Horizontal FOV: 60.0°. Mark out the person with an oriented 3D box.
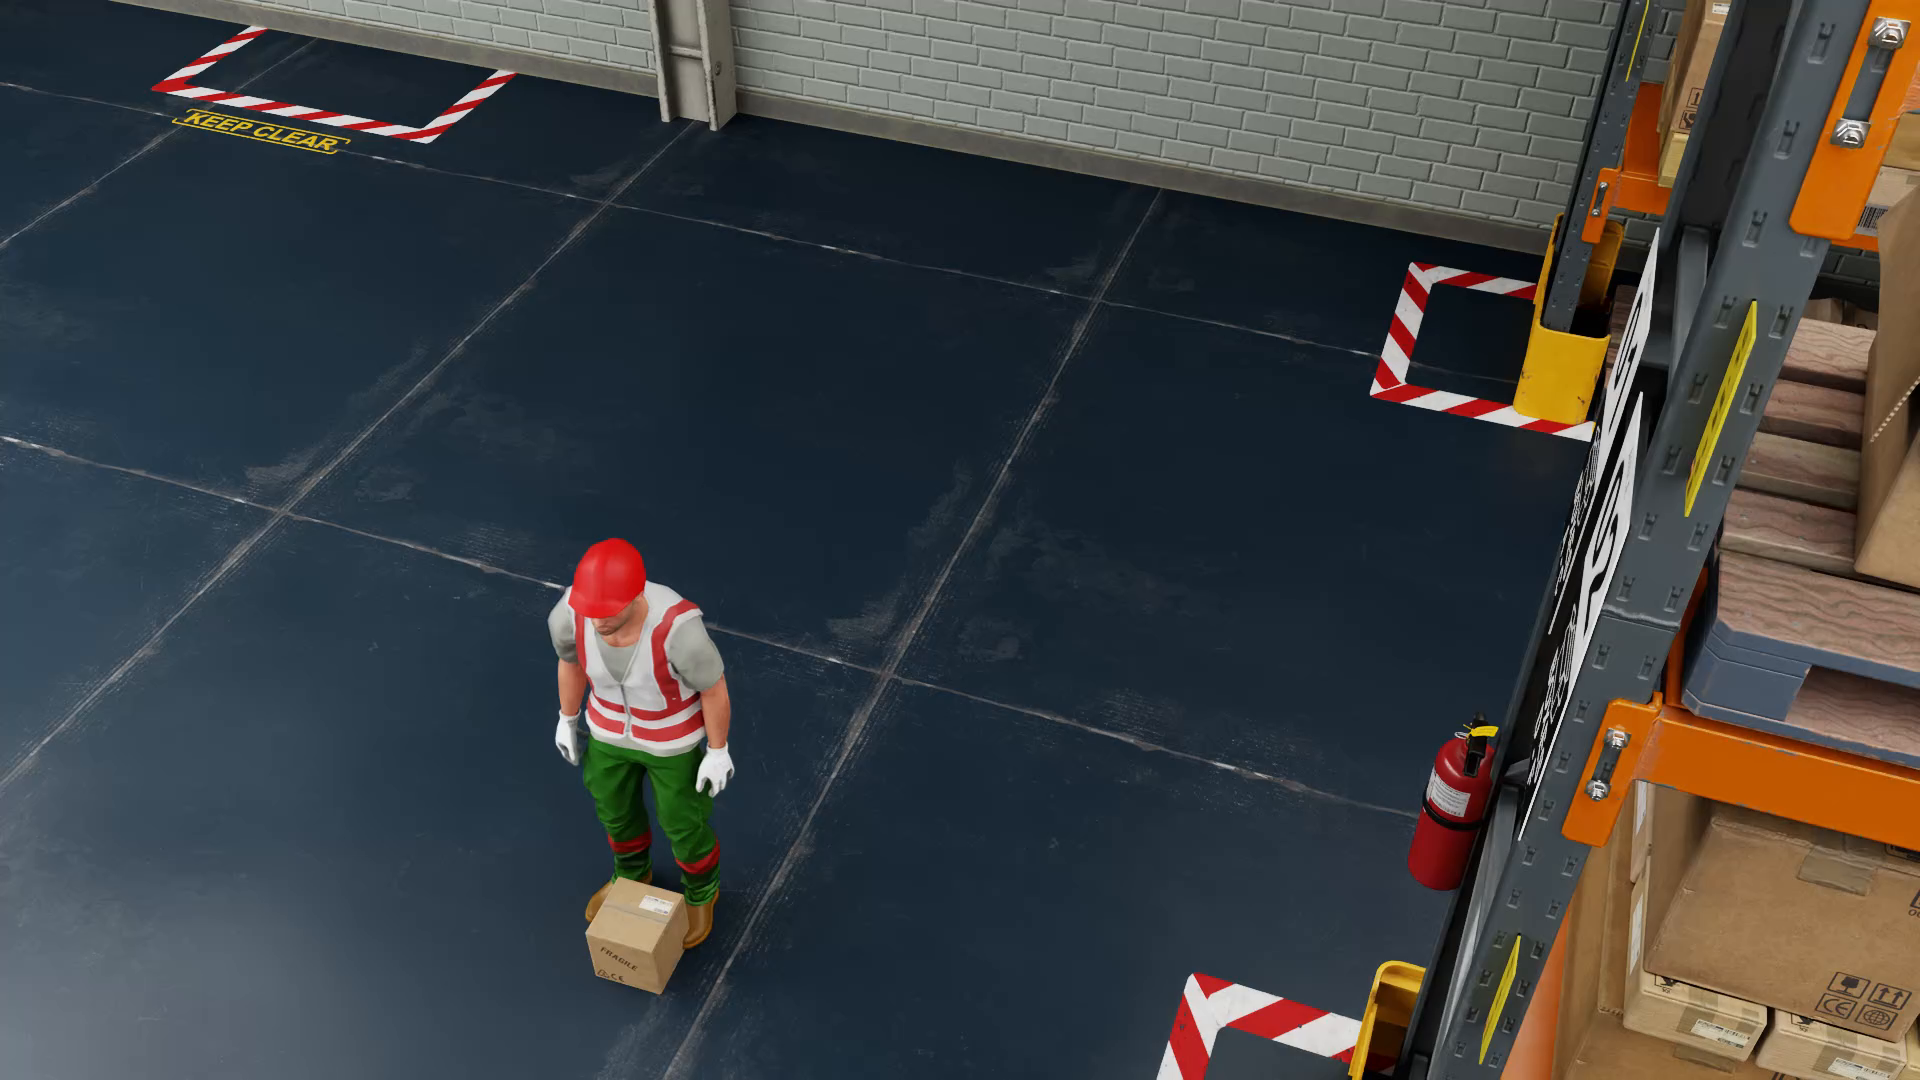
[{"bbox_3d":[-1.029,0.650,5.403,0.615,1.778,0.453,11,42,12],"label":"person"}]
